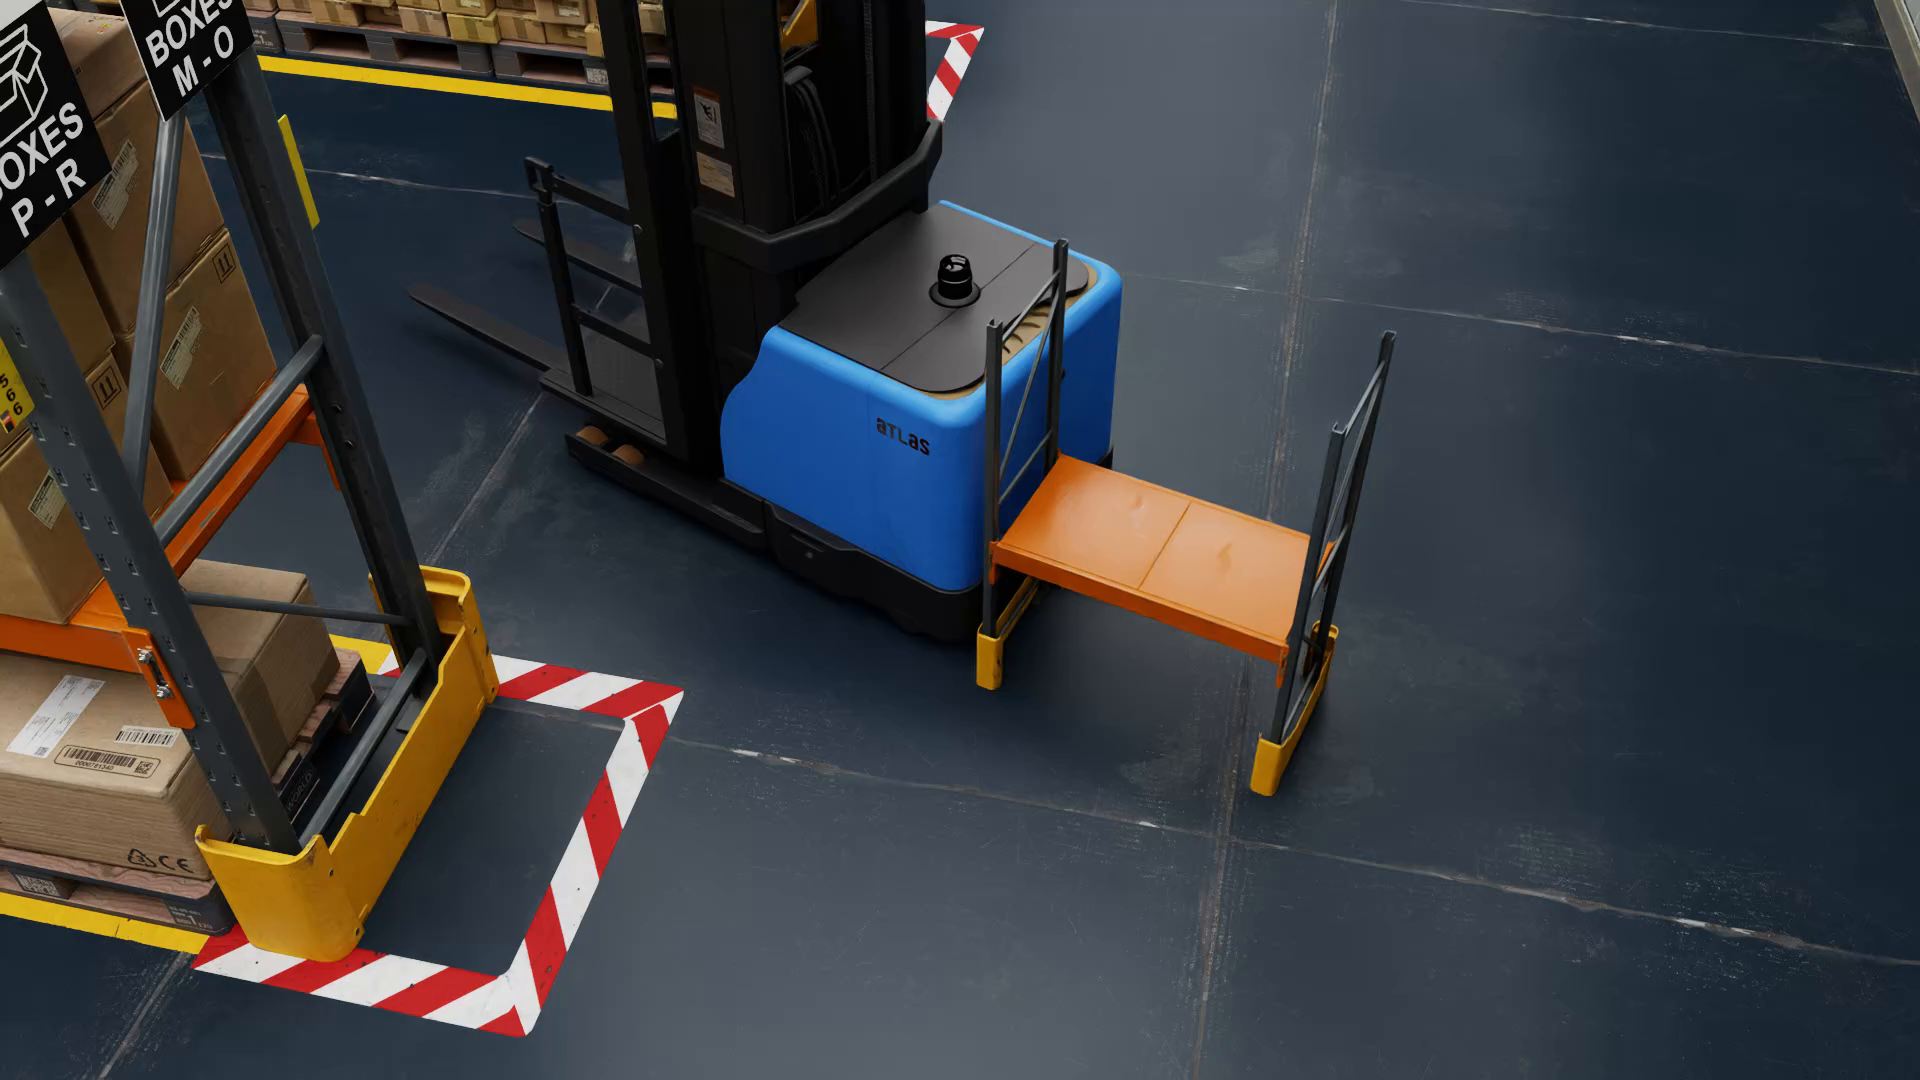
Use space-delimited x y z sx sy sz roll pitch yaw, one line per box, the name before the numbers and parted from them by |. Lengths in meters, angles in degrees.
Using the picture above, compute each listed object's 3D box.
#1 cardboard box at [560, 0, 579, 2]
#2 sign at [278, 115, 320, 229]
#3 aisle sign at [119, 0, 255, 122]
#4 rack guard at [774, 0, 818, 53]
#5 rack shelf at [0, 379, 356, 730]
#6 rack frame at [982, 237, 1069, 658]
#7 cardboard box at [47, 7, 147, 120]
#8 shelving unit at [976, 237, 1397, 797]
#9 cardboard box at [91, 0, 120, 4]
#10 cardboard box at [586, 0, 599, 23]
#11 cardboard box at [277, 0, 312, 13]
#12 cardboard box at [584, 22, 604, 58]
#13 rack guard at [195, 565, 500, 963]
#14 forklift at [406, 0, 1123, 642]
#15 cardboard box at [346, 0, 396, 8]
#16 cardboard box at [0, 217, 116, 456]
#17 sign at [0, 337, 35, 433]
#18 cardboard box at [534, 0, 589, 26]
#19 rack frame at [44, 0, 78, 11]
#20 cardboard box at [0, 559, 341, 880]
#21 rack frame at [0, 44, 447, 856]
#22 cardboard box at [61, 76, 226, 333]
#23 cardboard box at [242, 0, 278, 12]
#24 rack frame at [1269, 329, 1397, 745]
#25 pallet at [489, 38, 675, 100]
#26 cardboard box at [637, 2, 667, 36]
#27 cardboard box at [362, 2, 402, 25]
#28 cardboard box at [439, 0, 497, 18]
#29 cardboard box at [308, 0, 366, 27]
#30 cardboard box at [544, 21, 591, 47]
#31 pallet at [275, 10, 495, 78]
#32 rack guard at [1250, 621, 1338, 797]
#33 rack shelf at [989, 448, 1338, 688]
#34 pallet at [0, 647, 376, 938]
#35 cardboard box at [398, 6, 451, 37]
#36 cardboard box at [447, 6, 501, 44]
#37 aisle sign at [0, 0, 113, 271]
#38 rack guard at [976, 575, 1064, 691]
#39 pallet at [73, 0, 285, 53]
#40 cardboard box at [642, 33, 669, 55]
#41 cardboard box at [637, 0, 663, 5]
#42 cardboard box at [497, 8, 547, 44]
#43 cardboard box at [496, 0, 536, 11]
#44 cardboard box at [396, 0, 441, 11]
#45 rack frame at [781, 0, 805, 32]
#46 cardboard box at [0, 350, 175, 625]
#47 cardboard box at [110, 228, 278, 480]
cardboard box | -1.993 -2.883 8.406 0.250 0.149 0.380 8 44 8
sign | -1.763 -0.955 4.398 0.005 0.325 0.100 9 45 9
aisle sign | -1.756 -1.362 3.627 0.004 0.787 0.394 9 45 9
rack guard | -0.982 -2.716 8.711 0.348 0.500 1.175 9 45 9
rack shelf | -3.842 -0.284 4.900 4.000 0.370 1.077 9 45 9
rack frame | 0.202 -0.219 5.396 0.032 1.500 0.500 20 47 19
cardboard box | -2.176 -1.111 3.980 0.250 0.149 0.380 10 45 10
shelving unit | 0.663 -0.055 5.226 1.083 1.500 0.587 20 47 19
cardboard box | -4.526 -3.063 9.022 0.250 0.149 0.380 7 44 7
cardboard box | -1.728 -2.799 8.534 0.250 0.149 0.380 8 44 8
cardboard box | -3.484 -2.998 8.955 0.250 0.149 0.380 7 44 7
cardboard box | -1.740 -2.638 8.581 0.250 0.149 0.380 10 45 10
rack guard | -1.867 0.664 5.199 0.348 0.500 1.175 9 45 9
forklift | -0.923 -1.529 5.725 3.031 2.935 1.130 27 50 25
cardboard box | -3.022 -2.945 8.685 0.250 0.149 0.380 9 45 9
cardboard box | -2.412 -0.548 3.863 0.500 0.500 0.500 10 45 10
sign | -2.022 -0.377 3.473 0.005 0.325 0.100 9 45 9
cardboard box | -1.993 -2.801 8.535 0.250 0.149 0.380 7 44 7
rack frame | -4.811 -4.211 8.462 0.127 3.000 1.000 9 45 9
cardboard box | -2.556 0.500 5.113 0.875 0.438 0.875 7 44 8
rack frame | -1.890 -0.240 4.336 0.127 3.000 1.000 9 45 9
cardboard box | -2.296 -0.902 4.231 0.500 0.500 0.500 8 44 8
cardboard box | -3.754 -3.015 8.972 0.250 0.149 0.380 8 44 8
rack frame | 1.107 0.103 5.062 0.032 1.500 0.500 20 47 19
pallet | -1.767 -2.759 8.964 1.213 0.211 1.003 9 45 9
cardboard box | -1.485 -2.723 8.455 0.250 0.149 0.380 8 44 8
cardboard box | -2.978 -2.905 8.859 0.250 0.149 0.380 10 45 10
cardboard box | -2.501 -2.870 8.608 0.250 0.149 0.380 9 45 10
cardboard box | -3.251 -2.893 8.846 0.250 0.149 0.380 8 44 8
cardboard box | -1.979 -2.737 8.683 0.250 0.149 0.380 9 45 9
pallet | -2.954 -2.945 9.158 1.213 0.211 1.003 9 45 9
rack guard | 1.106 0.553 5.496 0.087 0.250 0.587 20 47 19
rack shelf | 0.655 0.072 5.354 1.000 0.185 0.538 20 47 19
pallet | -2.687 0.697 5.374 1.213 0.211 1.003 9 45 9
cardboard box | -2.748 -2.816 8.766 0.250 0.149 0.380 10 45 10
cardboard box | -2.485 -2.761 8.709 0.250 0.149 0.380 7 44 7
aisle sign | -1.887 -0.956 3.206 0.004 0.787 0.394 9 45 9
rack guard | 0.220 0.238 5.823 0.087 0.250 0.587 20 47 19
pallet | -4.148 -3.128 9.348 1.213 0.211 1.003 9 45 9
cardboard box | -1.467 -2.668 8.612 0.250 0.149 0.380 10 45 10
cardboard box | -1.480 -2.852 8.374 0.250 0.149 0.380 9 45 10
cardboard box | -2.223 -2.765 8.713 0.250 0.149 0.380 9 45 9
cardboard box | -2.232 -2.911 8.650 0.250 0.149 0.380 8 45 9
cardboard box | -2.747 -2.922 8.661 0.250 0.149 0.380 11 45 11
rack frame | -0.908 -3.605 7.833 0.127 3.000 1.000 9 45 9
cardboard box | -2.419 -0.170 4.191 0.500 0.500 0.500 9 45 9
cardboard box | -2.296 -0.543 4.579 0.500 0.500 0.500 9 45 9
